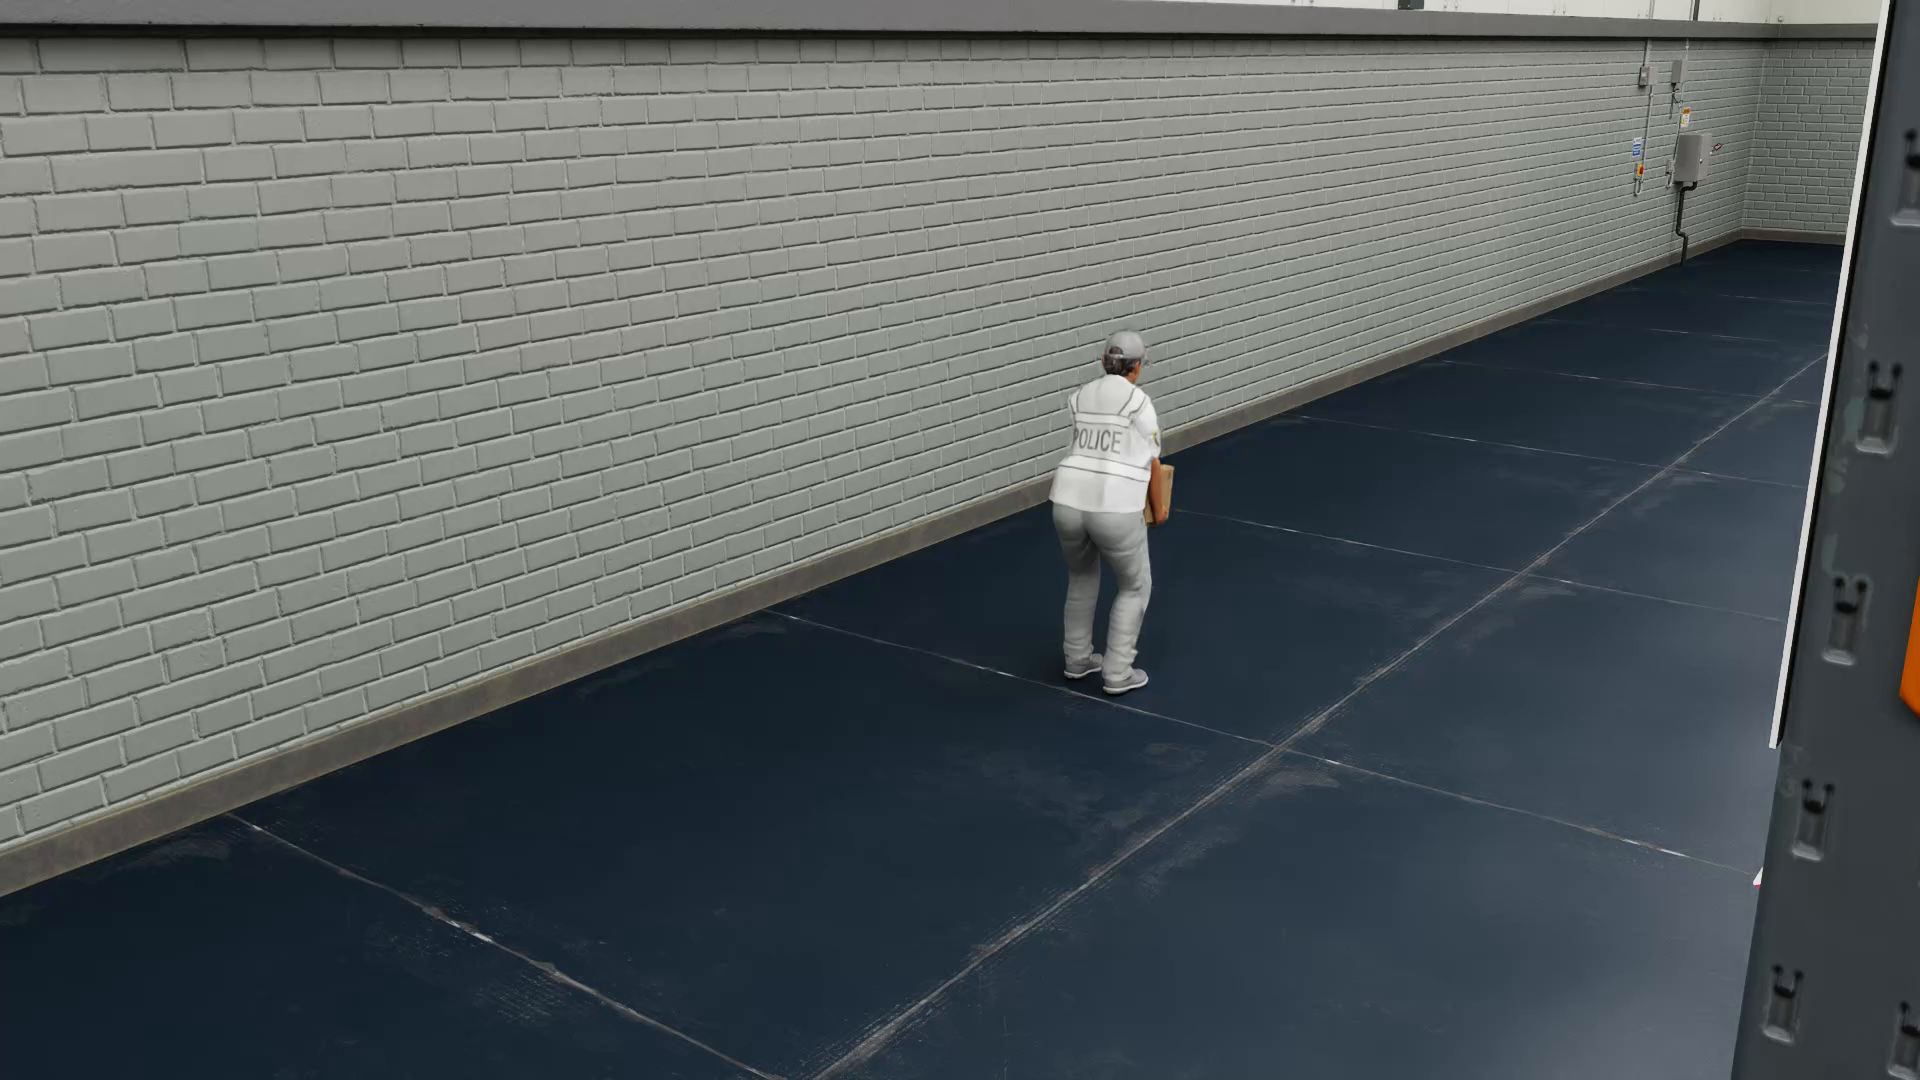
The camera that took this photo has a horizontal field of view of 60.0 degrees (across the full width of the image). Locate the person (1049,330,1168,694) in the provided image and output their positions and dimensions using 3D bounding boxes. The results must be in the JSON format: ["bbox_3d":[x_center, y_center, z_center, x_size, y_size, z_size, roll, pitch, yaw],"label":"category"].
[{"bbox_3d":[0.678,-0.130,7.560,0.452,1.623,0.592,12,20,34],"label":"person"}]
